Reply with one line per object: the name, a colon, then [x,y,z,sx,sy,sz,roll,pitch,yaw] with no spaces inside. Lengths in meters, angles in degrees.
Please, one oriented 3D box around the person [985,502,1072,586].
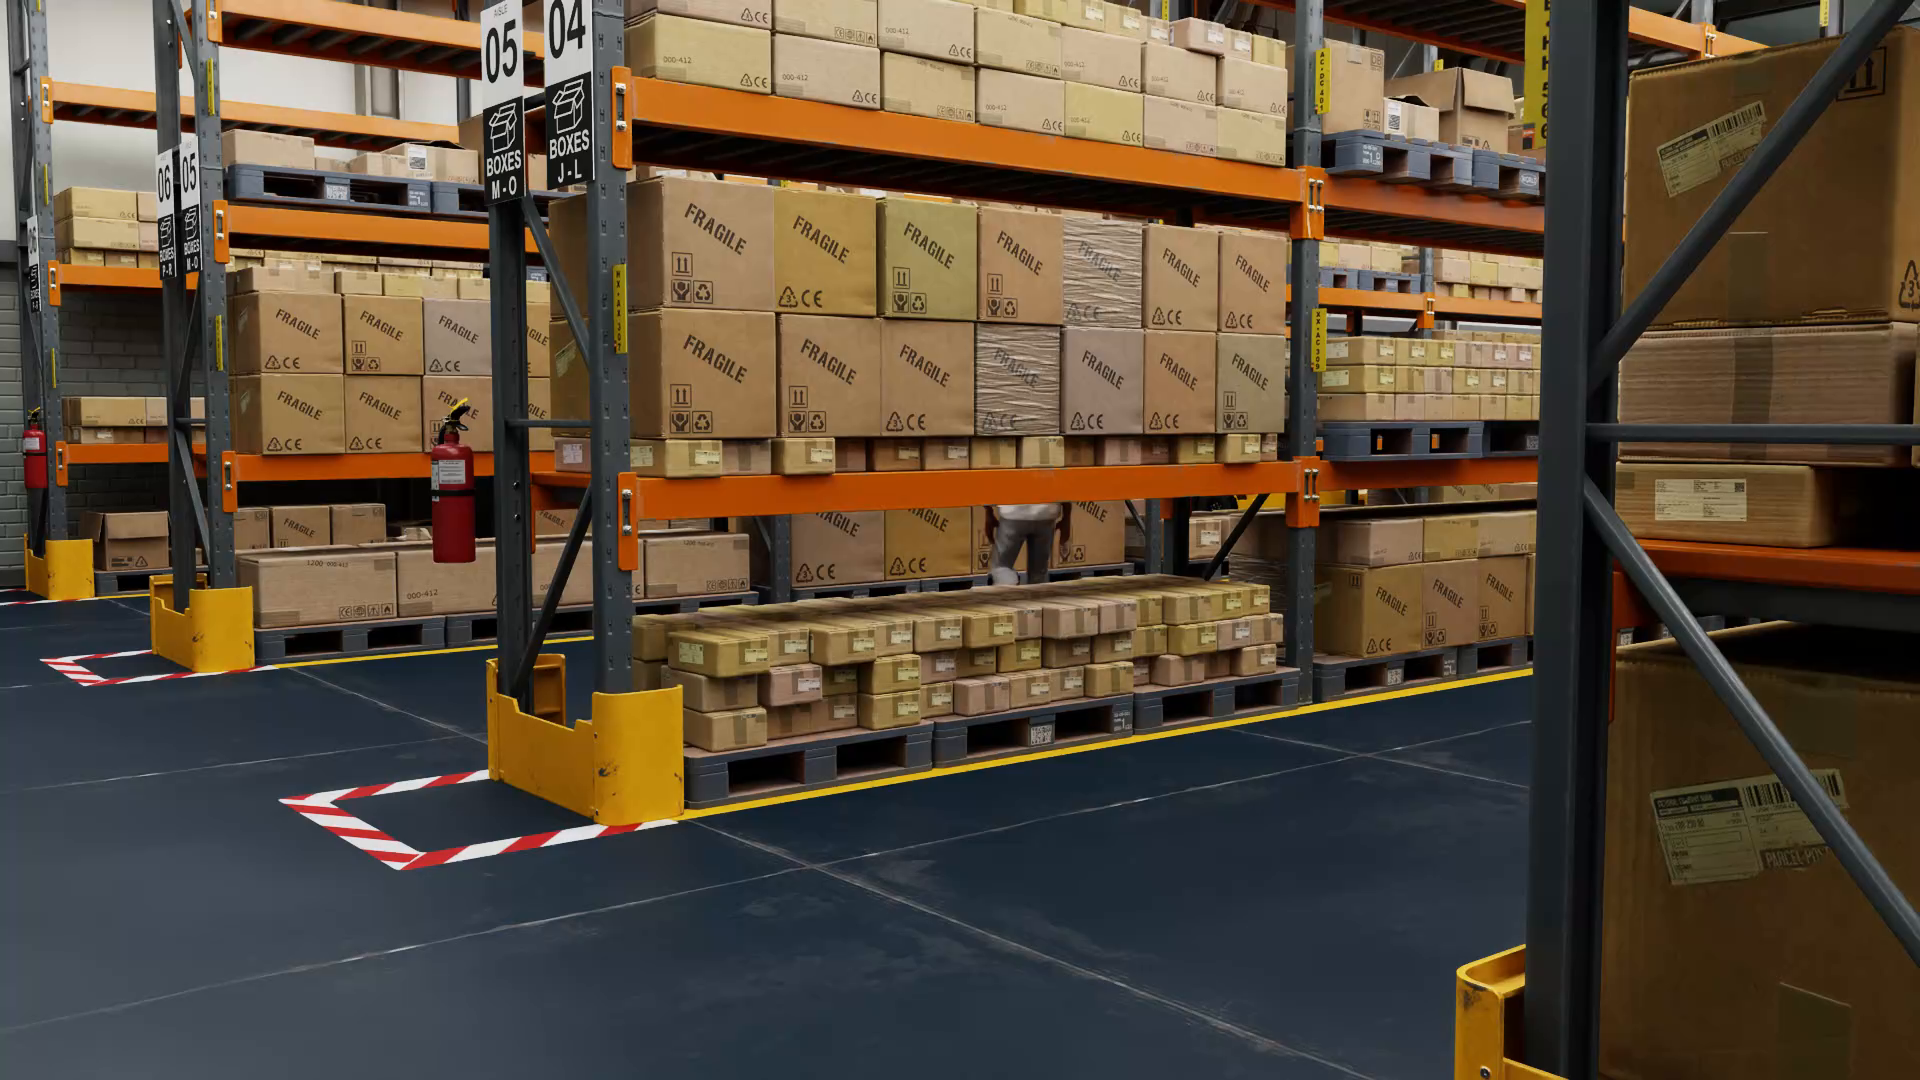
person: [0.444,-0.161,11.191,0.598,1.740,0.831,-1,4,-10]
